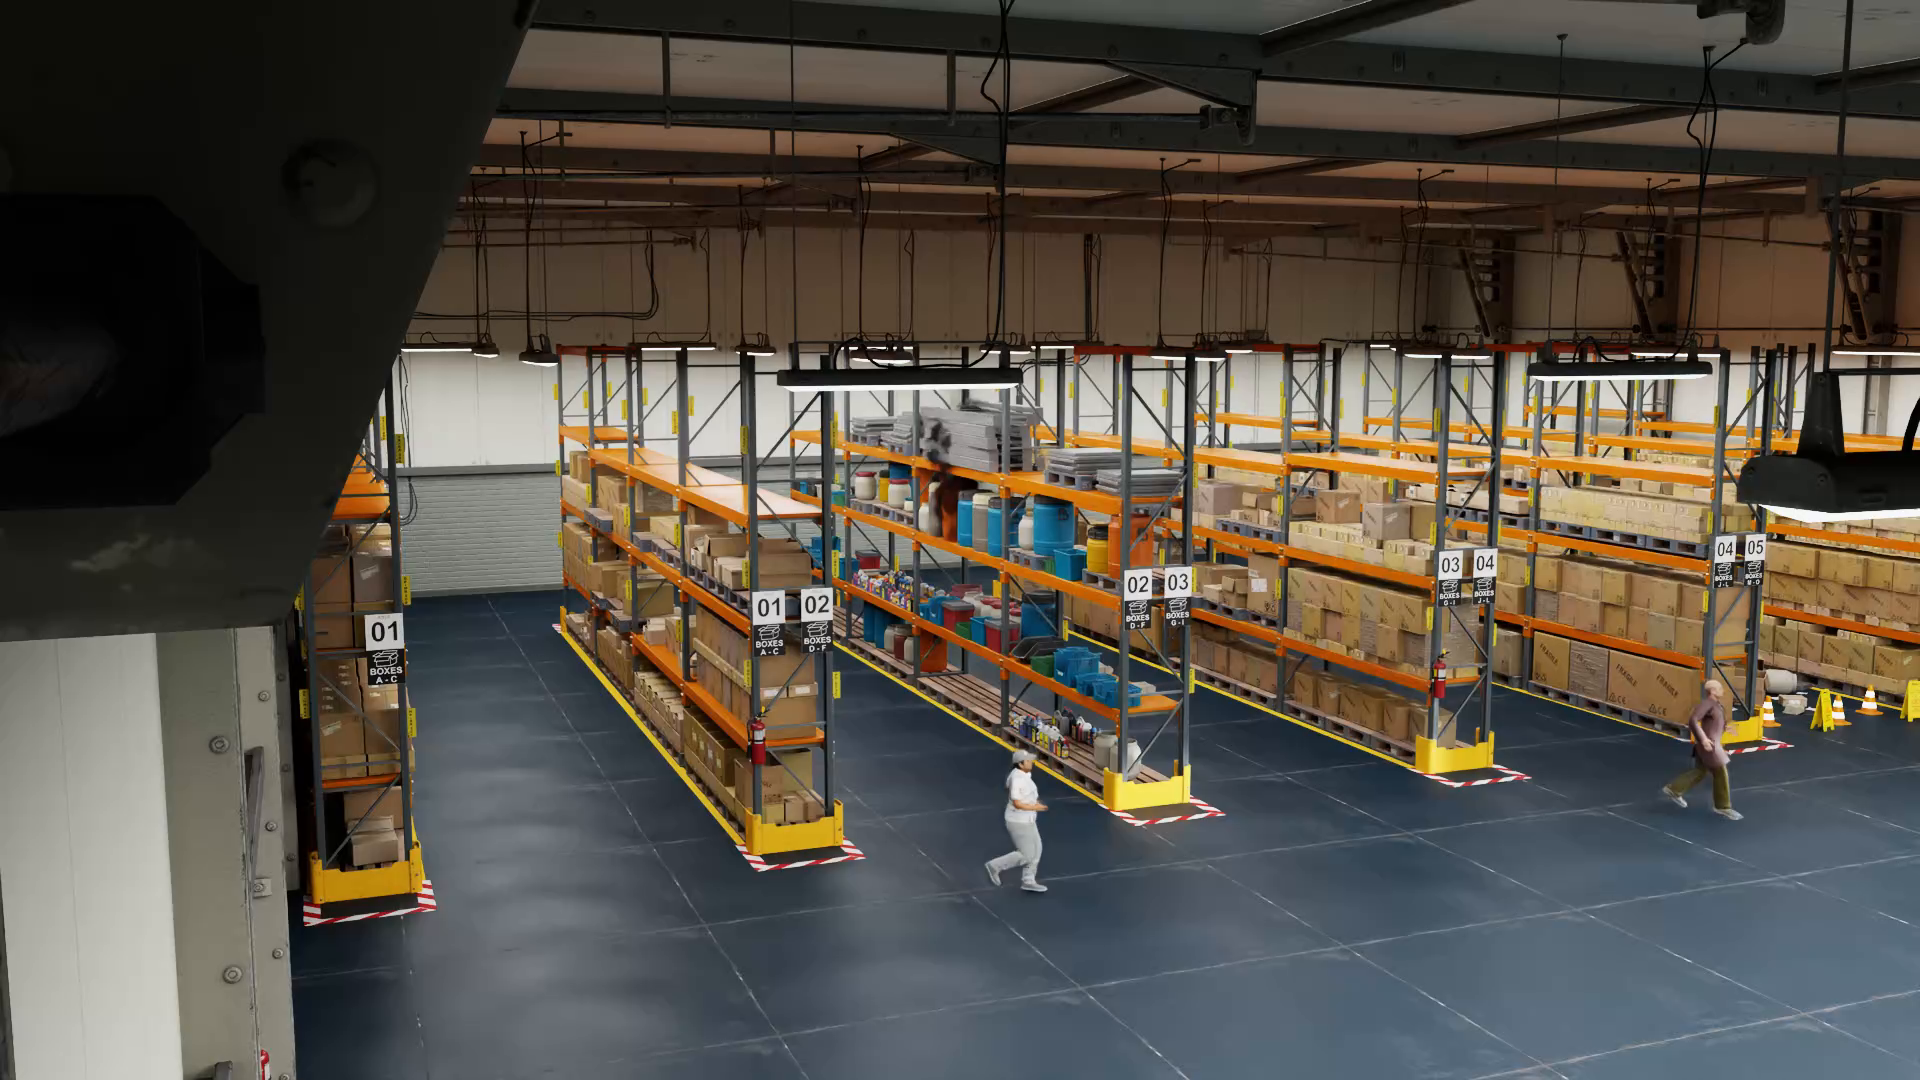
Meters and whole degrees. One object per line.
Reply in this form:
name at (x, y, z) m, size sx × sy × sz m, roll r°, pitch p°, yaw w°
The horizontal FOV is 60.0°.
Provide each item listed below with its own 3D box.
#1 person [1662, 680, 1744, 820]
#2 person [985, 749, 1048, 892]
person at (9.724, 2.703, 21.690) m, size 0.994 × 1.799 × 0.712 m, roll 3°, pitch 8°, yaw 22°
person at (0.642, 3.154, 18.715) m, size 0.706 × 1.630 × 0.608 m, roll 0°, pitch 7°, yaw 3°
